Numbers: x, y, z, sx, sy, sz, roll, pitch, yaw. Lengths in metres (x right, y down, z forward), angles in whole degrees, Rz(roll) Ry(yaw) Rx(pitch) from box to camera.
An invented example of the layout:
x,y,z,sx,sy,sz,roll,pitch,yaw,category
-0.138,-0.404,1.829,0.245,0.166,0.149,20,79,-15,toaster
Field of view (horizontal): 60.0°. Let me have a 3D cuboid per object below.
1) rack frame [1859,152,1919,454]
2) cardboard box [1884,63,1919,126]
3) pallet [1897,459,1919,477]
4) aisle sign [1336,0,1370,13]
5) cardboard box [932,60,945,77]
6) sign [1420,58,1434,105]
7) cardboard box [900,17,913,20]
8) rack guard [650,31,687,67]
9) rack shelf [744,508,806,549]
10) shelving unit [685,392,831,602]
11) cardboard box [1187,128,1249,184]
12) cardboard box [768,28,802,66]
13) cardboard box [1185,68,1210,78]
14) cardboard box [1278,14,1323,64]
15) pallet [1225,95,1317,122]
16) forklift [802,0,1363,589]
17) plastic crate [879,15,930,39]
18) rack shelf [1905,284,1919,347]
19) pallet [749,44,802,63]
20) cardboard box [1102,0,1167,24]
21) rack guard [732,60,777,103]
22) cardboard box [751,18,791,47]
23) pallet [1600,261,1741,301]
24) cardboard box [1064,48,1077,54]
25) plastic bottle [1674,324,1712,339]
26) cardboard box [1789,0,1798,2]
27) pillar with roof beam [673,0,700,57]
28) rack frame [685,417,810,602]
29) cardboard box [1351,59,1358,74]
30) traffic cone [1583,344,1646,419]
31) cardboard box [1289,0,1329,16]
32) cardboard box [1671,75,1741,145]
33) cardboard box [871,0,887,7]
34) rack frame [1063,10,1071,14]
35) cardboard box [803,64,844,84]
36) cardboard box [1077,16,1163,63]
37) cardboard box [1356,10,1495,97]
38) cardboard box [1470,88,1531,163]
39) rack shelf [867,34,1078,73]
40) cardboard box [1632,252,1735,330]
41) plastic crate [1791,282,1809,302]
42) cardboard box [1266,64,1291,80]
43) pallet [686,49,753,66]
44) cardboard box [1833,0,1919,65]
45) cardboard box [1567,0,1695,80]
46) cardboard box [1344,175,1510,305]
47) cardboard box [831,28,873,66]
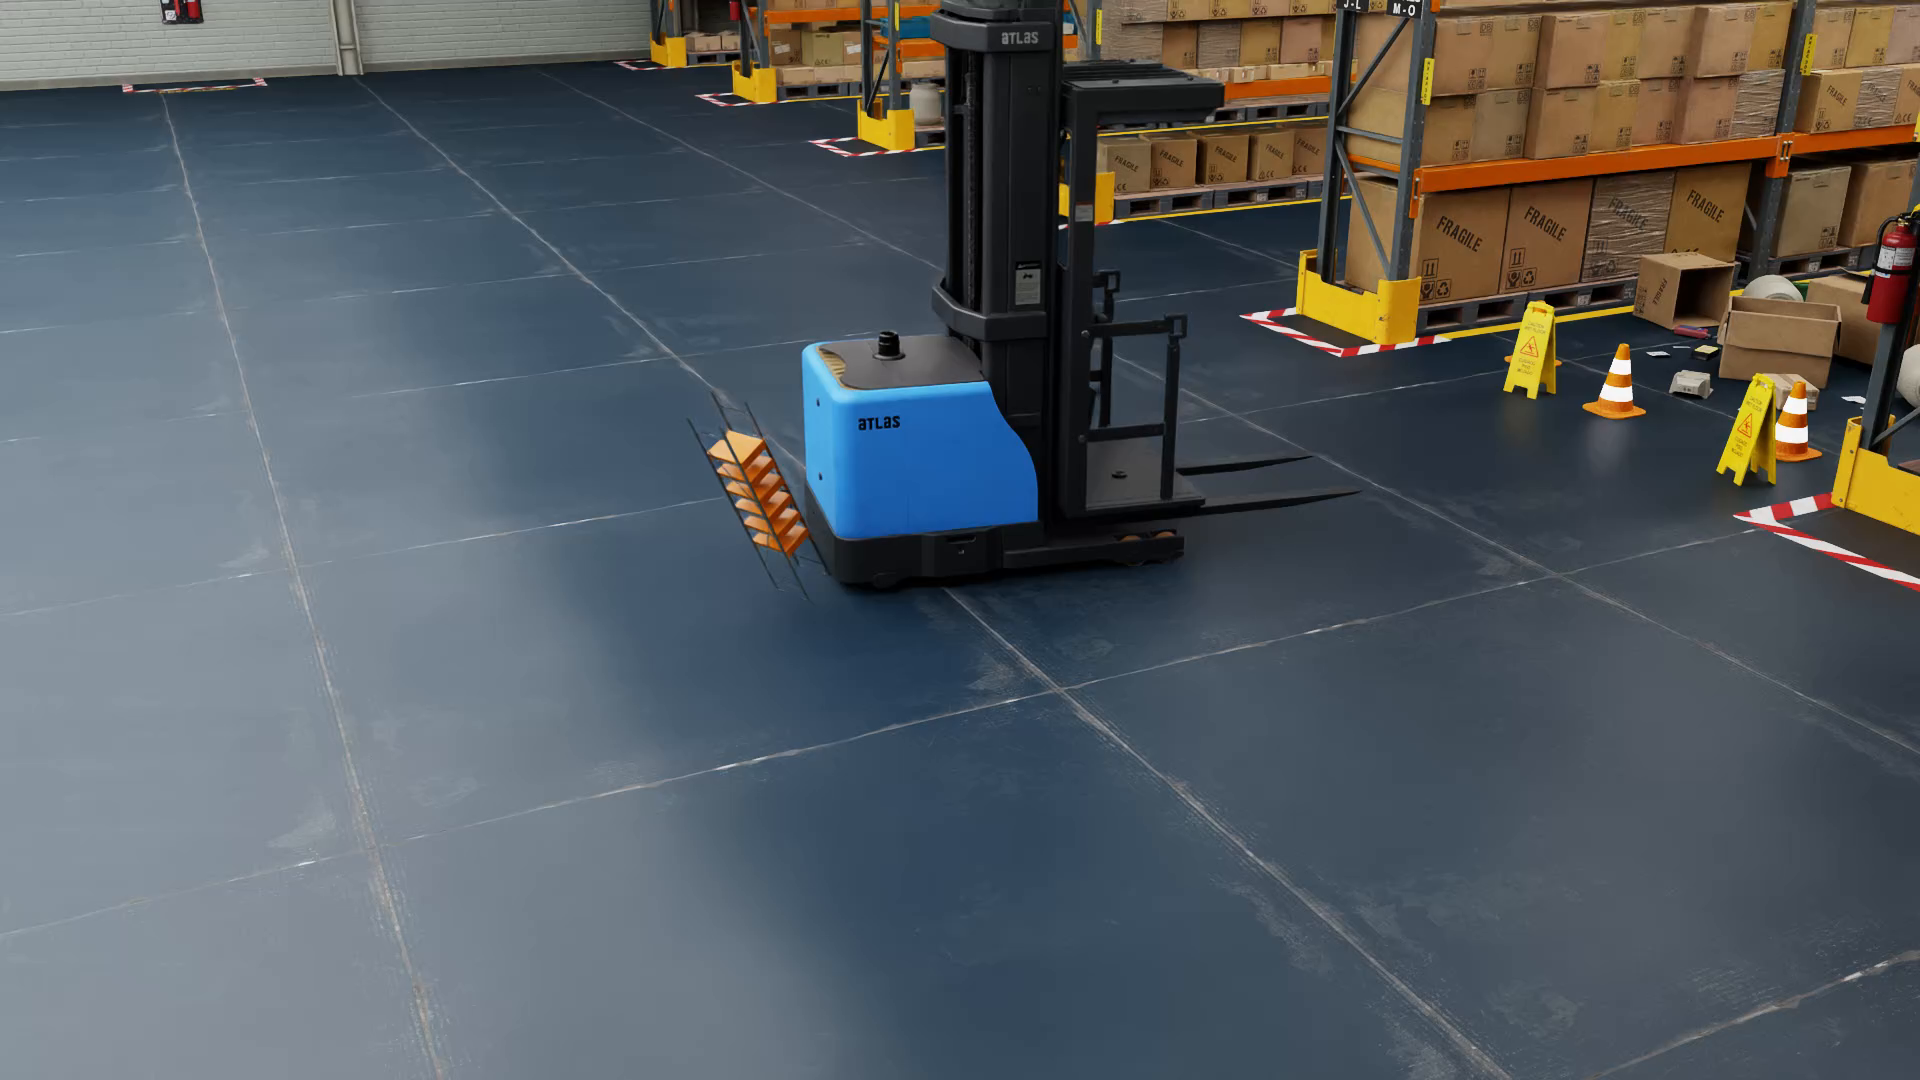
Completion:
x,y,z,sx,sy,sz,roll,pitch,yaw,category
5.429,-1.429,8.756,0.127,3.000,1.000,-10,25,-24,rack frame
8.292,-3.988,14.808,0.500,0.500,0.500,-11,25,-24,cardboard box
6.245,-0.275,9.616,1.213,0.211,1.003,-10,25,-24,pallet
2.997,-4.411,12.560,0.004,0.787,0.394,-10,25,-24,aisle sign
-0.335,-7.614,26.744,0.500,0.250,0.500,-10,25,-24,cardboard box
3.427,-3.362,12.191,0.005,0.325,0.100,-10,25,-24,sign
-1.053,-9.805,31.684,0.500,0.500,0.700,-10,24,-22,cardboard box
-5.245,-8.823,29.886,0.348,0.500,1.175,-10,25,-24,rack guard
-0.929,-0.081,8.290,0.258,0.103,0.180,17,54,35,rack shelf
-0.976,-0.195,8.181,0.258,1.200,0.189,17,54,35,shelving unit
2.797,-4.189,18.143,0.500,0.500,0.500,-8,24,-19,cardboard box
-2.808,-7.720,26.020,0.500,0.500,0.500,-10,25,-24,cardboard box
2.401,-4.852,17.354,0.250,0.149,0.380,-10,25,-24,cardboard box
3.431,-5.449,17.949,0.500,0.500,0.875,-10,25,-24,cardboard box
4.379,-6.273,24.106,1.213,0.211,1.003,-10,25,-24,pallet
0.710,-1.399,8.774,3.031,2.935,1.130,-6,23,-14,forklift
-0.696,-6.668,21.608,0.616,0.251,0.499,-10,25,-24,plastic crate
7.231,-1.428,9.695,4.000,0.370,1.077,-10,25,-24,rack shelf
-3.400,-9.013,30.723,1.213,0.211,1.003,-10,25,-24,pallet
1.745,-5.487,16.733,0.500,0.500,0.500,-10,25,-24,cardboard box
-3.183,-7.099,25.724,0.348,0.500,1.175,-10,25,-24,rack guard
-3.455,-9.296,30.455,0.500,0.500,0.700,-12,25,-27,cardboard box
6.076,-2.394,14.733,1.213,0.211,1.003,-10,25,-24,pallet
1.842,-8.255,27.559,0.500,0.311,0.500,-11,25,-25,cardboard box
5.790,-1.634,13.095,0.283,0.061,0.133,20,30,40,plastic bottle
10.195,-7.017,20.814,0.637,0.503,0.797,-10,24,-22,cardboard box
-3.191,-11.667,25.647,0.400,9.000,9.100,-10,25,-24,pillar with roof beam
-1.027,-0.133,8.138,0.240,1.200,0.006,17,54,35,rack frame
4.189,-5.195,18.184,0.250,0.149,0.380,-10,25,-24,cardboard box
4.469,-1.098,11.275,0.334,0.463,0.336,-10,25,-24,traffic cone
3.548,-5.817,17.531,0.500,0.500,0.500,-10,25,-24,cardboard box
5.983,-3.686,14.014,0.550,0.550,0.875,-10,25,-24,cardboard box
-1.342,-8.635,26.035,0.500,0.500,0.700,-10,24,-22,cardboard box
1.895,-11.292,32.584,0.127,3.000,1.000,-10,25,-24,rack frame
-2.133,-7.278,25.934,0.500,0.250,0.500,-10,25,-24,cardboard box
1.639,-5.109,17.128,0.500,0.500,0.875,-10,25,-24,cardboard box
3.542,-3.734,12.718,0.550,0.550,0.875,-10,25,-24,cardboard box
3.992,-3.363,13.233,0.550,0.550,0.875,-10,25,-24,cardboard box
0.785,-6.550,22.069,4.000,0.370,1.077,-10,25,-24,rack shelf
5.842,-2.016,13.440,0.500,0.500,0.500,-6,23,-14,cardboard box
7.207,-2.028,13.806,0.662,0.188,0.450,2,13,4,plastic crate
3.311,-5.011,17.737,0.250,0.149,0.380,-10,25,-24,cardboard box
-4.498,-8.812,30.238,1.213,0.211,1.003,-10,25,-24,pallet
8.158,-4.544,14.843,0.500,0.500,0.700,-10,25,-23,cardboard box
5.457,-4.127,13.666,0.550,0.550,0.875,-10,25,-24,cardboard box
3.774,-2.465,13.489,0.875,0.875,0.875,-10,25,-23,cardboard box
-1.687,-7.712,26.000,0.500,0.500,0.500,-10,25,-24,cardboard box
